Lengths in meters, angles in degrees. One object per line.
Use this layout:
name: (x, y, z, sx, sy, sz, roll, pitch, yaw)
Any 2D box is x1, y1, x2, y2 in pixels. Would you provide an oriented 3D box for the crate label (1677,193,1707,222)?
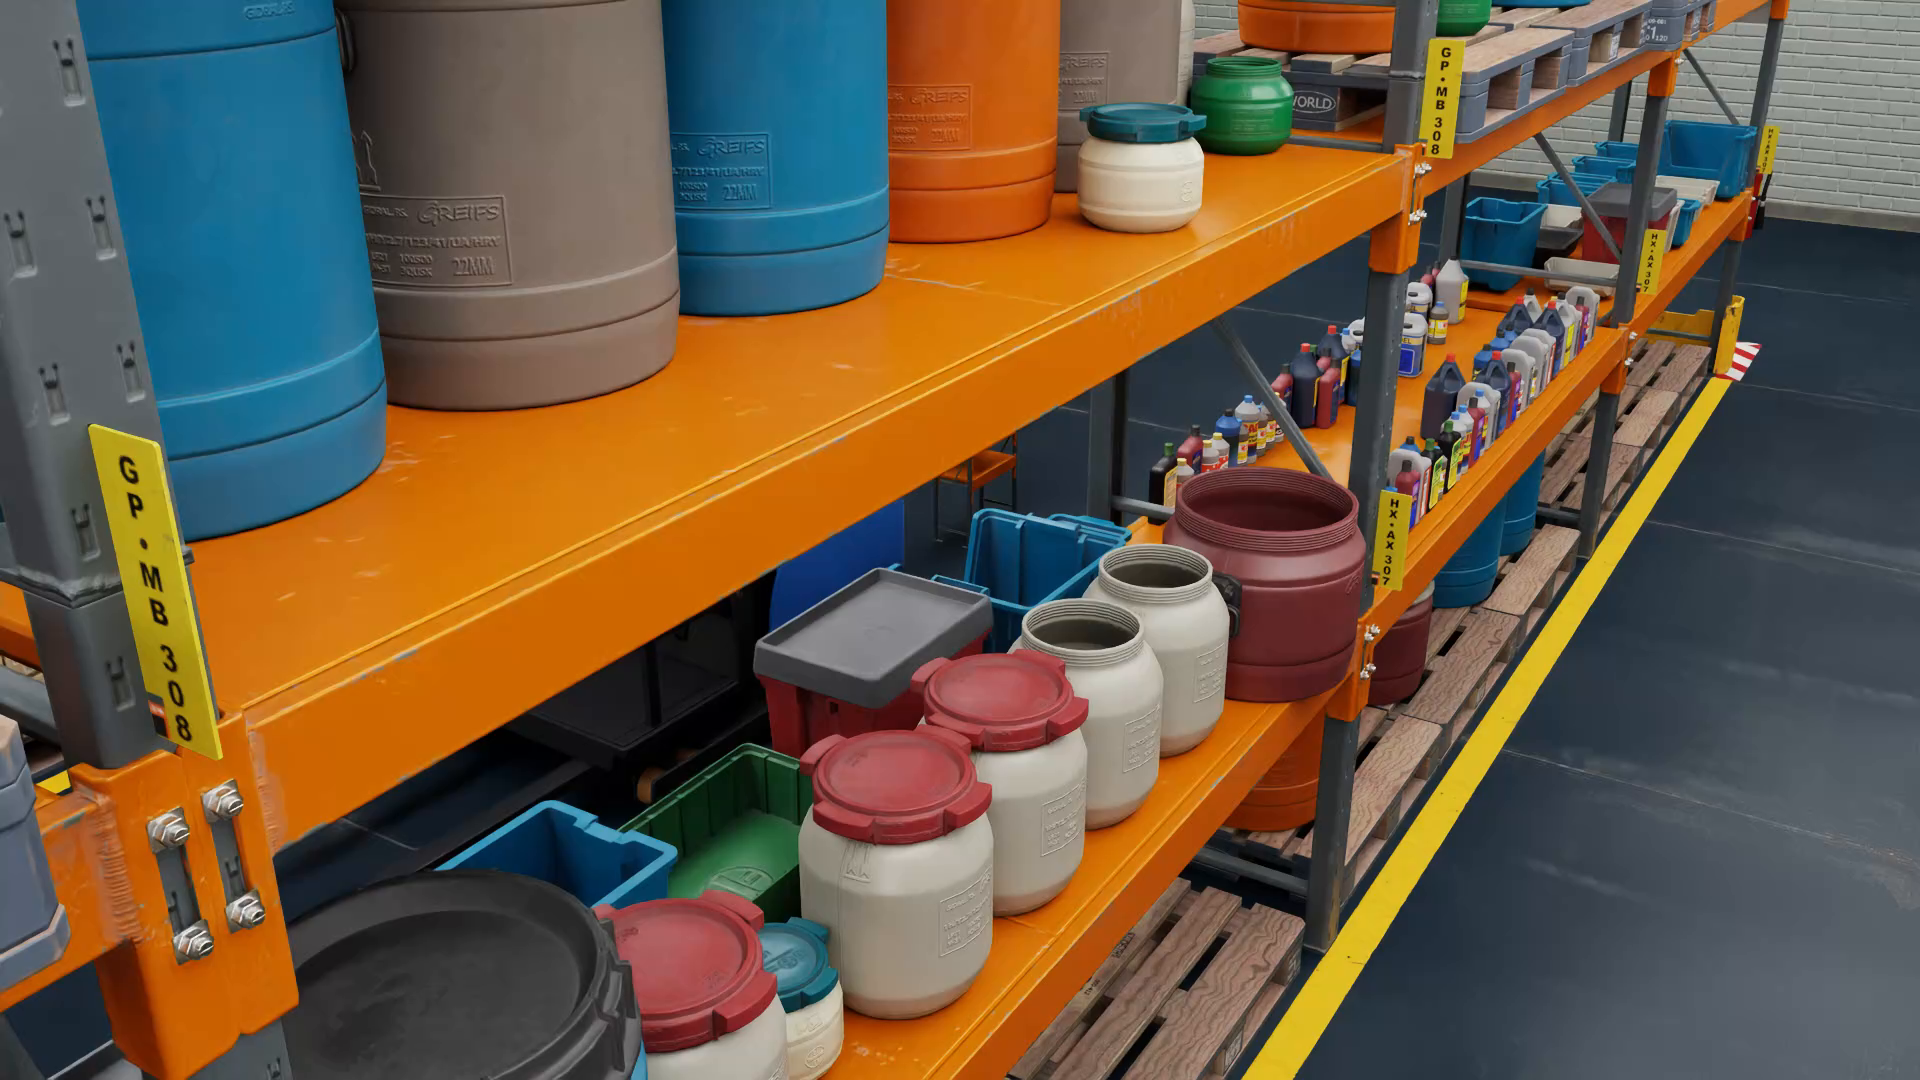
crate label: (4.546, -2.134, 10.661, 0.396, 0.136, 0.243, 14, 27, 29)

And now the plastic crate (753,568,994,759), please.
plastic crate: (-0.219, 0.417, 4.431, 0.402, 0.464, 0.583, 14, 27, 29)

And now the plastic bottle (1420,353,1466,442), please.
plastic bottle: (2.015, -0.598, 6.918, 0.144, 0.351, 0.185, 14, 27, 29)

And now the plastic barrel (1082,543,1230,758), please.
plastic barrel: (0.532, 0.306, 4.627, 0.421, 0.512, 0.421, 0, 23, 0)

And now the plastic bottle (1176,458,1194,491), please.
plastic bottle: (0.821, -0.205, 6.197, 0.097, 0.201, 0.097, 0, 23, 0)

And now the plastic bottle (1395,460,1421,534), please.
plastic bottle: (1.609, -0.161, 5.993, 0.061, 0.283, 0.133, 14, 27, 29)

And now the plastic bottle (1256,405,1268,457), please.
plastic bottle: (1.199, -0.447, 6.757, 0.097, 0.201, 0.097, 0, 23, 0)

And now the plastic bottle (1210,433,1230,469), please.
plastic bottle: (0.994, -0.316, 6.453, 0.097, 0.201, 0.097, 0, 23, 0)

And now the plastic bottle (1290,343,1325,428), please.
plastic bottle: (1.467, -0.669, 7.082, 0.144, 0.351, 0.185, 14, 27, 29)

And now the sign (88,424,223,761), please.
sign: (-0.755, 0.053, 1.564, 0.100, 0.325, 0.005, 14, 27, 29)

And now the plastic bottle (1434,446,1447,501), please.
plastic bottle: (1.795, -0.257, 6.317, 0.097, 0.201, 0.097, 0, 23, 0)

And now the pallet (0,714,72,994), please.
pallet: (-1.514, 0.289, 1.268, 1.213, 0.211, 1.003, 14, 27, 29)

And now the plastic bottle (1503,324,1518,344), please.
plastic bottle: (2.496, -0.851, 7.603, 0.097, 0.271, 0.097, 0, 23, 0)

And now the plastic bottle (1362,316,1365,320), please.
plastic bottle: (1.947, -0.939, 7.800, 0.152, 0.276, 0.135, 14, 27, 29)

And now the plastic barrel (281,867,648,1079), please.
plastic barrel: (-0.755, 1.018, 2.491, 0.600, 0.901, 0.708, 14, 27, 29)

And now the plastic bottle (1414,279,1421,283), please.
plastic bottle: (2.281, -1.171, 8.341, 0.097, 0.271, 0.097, 0, 23, 0)

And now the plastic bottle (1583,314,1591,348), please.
plastic bottle: (3.032, -1.048, 8.146, 0.097, 0.201, 0.097, 0, 23, 0)

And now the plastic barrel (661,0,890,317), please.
plastic barrel: (-0.443, -0.950, 3.262, 0.600, 0.901, 0.708, 14, 27, 29)

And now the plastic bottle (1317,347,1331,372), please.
plastic bottle: (1.567, -0.688, 7.210, 0.061, 0.283, 0.133, 14, 27, 29)

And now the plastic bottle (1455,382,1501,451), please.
plastic bottle: (2.128, -0.524, 6.842, 0.152, 0.276, 0.135, 14, 27, 29)

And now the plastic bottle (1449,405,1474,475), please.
plastic bottle: (1.968, -0.399, 6.559, 0.097, 0.271, 0.097, 0, 23, 0)

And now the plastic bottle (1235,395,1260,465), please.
plastic bottle: (1.148, -0.446, 6.667, 0.097, 0.271, 0.097, 0, 23, 0)

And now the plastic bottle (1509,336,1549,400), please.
plastic bottle: (2.541, -0.788, 7.452, 0.152, 0.276, 0.135, 14, 27, 29)

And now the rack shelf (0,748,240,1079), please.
rack shelf: (-2.271, 0.944, 0.424, 1.077, 0.370, 4.000, 14, 27, 29)

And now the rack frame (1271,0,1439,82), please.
rack frame: (0.894, -2.788, 4.363, 1.000, 3.000, 0.127, 14, 27, 29)

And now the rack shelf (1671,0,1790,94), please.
rack shelf: (4.059, -3.106, 9.780, 1.077, 0.370, 4.000, 14, 27, 29)

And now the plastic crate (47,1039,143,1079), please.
plastic crate: (-1.221, 1.058, 2.949, 0.402, 0.464, 0.583, 14, 27, 29)

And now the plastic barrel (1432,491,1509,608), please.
plastic barrel: (2.329, -0.196, 8.039, 0.600, 0.901, 0.708, 14, 27, 29)

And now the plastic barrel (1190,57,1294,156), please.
plastic barrel: (0.807, -1.246, 4.773, 0.294, 0.245, 0.294, 0, 23, 0)

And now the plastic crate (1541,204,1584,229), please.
plastic crate: (3.667, -1.942, 10.217, 0.293, 0.136, 0.466, 14, 27, 29)

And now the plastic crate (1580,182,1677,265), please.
plastic crate: (3.688, -1.691, 9.224, 0.402, 0.464, 0.583, 14, 27, 29)

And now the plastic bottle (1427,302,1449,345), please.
plastic bottle: (2.358, -1.074, 8.205, 0.097, 0.201, 0.097, 0, 23, 0)

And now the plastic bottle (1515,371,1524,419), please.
plastic bottle: (2.380, -0.631, 7.182, 0.097, 0.201, 0.097, 0, 23, 0)

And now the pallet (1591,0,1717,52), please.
pallet: (2.673, -2.390, 7.457, 1.213, 0.211, 1.003, 14, 27, 29)

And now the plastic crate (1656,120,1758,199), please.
plastic crate: (5.096, -2.627, 11.422, 0.616, 0.435, 0.499, 14, 27, 29)

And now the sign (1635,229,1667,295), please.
sign: (3.470, -1.396, 8.351, 0.100, 0.325, 0.005, 14, 27, 29)

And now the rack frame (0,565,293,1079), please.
rack frame: (-1.216, 1.315, 2.436, 1.000, 3.000, 0.127, 14, 27, 29)

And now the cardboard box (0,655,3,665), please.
cardboard box: (-4.183, 0.481, 6.589, 0.500, 0.311, 0.500, 15, 27, 30)

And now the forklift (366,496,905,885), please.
forklift: (-1.485, -0.474, 6.657, 1.130, 2.935, 3.031, 15, 28, 31)

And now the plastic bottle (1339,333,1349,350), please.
plastic bottle: (1.689, -0.792, 7.467, 0.097, 0.271, 0.097, 0, 23, 0)

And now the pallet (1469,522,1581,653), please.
pallet: (2.561, 0.146, 8.646, 1.003, 0.211, 1.213, 14, 27, 29)

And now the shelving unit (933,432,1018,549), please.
shelving unit: (0.087, -0.606, 9.141, 0.258, 1.200, 0.503, 14, 27, 29)

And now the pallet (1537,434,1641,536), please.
pallet: (3.358, -0.362, 9.820, 1.003, 0.211, 1.213, 14, 27, 29)

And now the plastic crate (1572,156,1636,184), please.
plastic crate: (4.356, -2.449, 11.267, 0.416, 0.233, 0.300, 14, 27, 29)

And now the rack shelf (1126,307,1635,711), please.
rack shelf: (1.949, -0.380, 7.257, 1.077, 0.370, 4.000, 14, 27, 29)

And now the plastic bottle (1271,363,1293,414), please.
plastic bottle: (1.347, -0.593, 6.991, 0.061, 0.283, 0.133, 14, 27, 29)

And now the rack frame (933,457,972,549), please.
rack frame: (-0.041, -0.524, 8.950, 0.240, 1.200, 0.015, 14, 27, 29)

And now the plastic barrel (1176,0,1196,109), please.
plastic barrel: (0.469, -1.422, 4.843, 0.421, 0.512, 0.421, 0, 23, 0)

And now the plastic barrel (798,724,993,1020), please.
plastic barrel: (-0.138, 0.728, 3.621, 0.433, 0.535, 0.433, 0, 23, 0)

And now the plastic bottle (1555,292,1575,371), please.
plastic bottle: (2.797, -0.984, 7.808, 0.144, 0.351, 0.185, 14, 27, 29)

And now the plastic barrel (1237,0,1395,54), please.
plastic barrel: (1.196, -1.992, 5.231, 0.600, 0.830, 0.708, 14, 27, 29)
